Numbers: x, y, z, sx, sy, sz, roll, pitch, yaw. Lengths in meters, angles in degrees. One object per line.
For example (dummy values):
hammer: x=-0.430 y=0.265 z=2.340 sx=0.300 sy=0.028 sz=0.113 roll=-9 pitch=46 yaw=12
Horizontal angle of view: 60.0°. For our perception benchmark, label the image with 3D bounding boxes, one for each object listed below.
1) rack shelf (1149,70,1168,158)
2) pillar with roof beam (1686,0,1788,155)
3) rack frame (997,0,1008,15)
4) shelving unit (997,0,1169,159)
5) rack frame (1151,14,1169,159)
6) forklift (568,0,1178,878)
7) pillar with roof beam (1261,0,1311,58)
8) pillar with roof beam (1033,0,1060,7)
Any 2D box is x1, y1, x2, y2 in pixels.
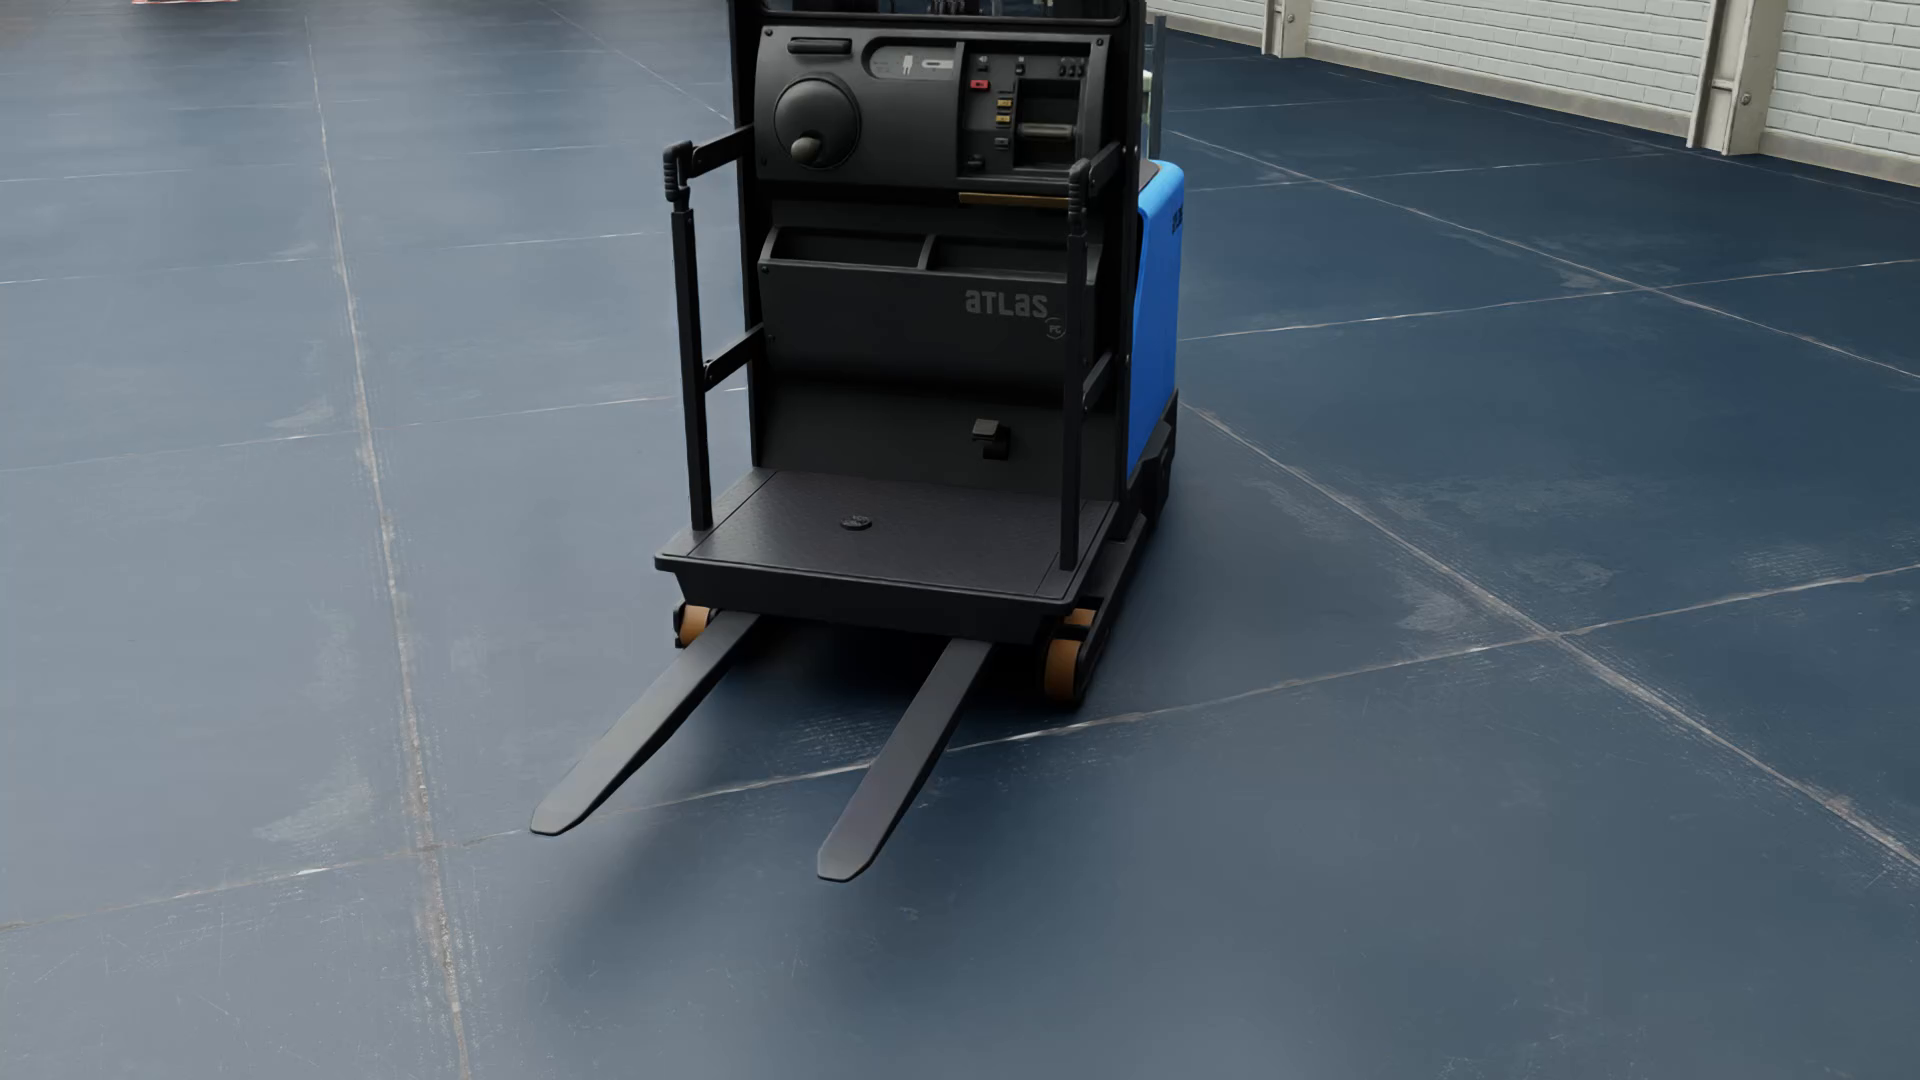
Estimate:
rack shelf: x=0.418 y=-1.552 z=5.995 sx=0.431 sy=0.370 sz=0.720 roll=-5 pitch=23 yaw=-12
pillar with roof beam: x=1.410 y=-6.339 z=8.703 sx=9.100 sy=9.000 sz=0.400 roll=-8 pitch=24 yaw=-19
rack frame: x=0.335 y=-1.331 z=6.475 sx=0.400 sy=1.500 sz=0.023 roll=-5 pitch=23 yaw=-12
shelving unit: x=0.418 y=-1.192 z=6.146 sx=0.431 sy=1.500 sz=0.755 roll=-5 pitch=23 yaw=-12
rack frame: x=0.500 y=-1.054 z=5.817 sx=0.400 sy=1.500 sz=0.023 roll=-5 pitch=23 yaw=-12
forklift: x=-0.108 y=-1.109 z=4.108 sx=1.130 sy=2.935 sz=3.031 roll=5 pitch=23 yaw=12
pillar with roof beam: x=-0.710 y=-8.519 z=13.875 sx=9.100 sy=9.000 sz=0.400 roll=-8 pitch=24 yaw=-19
pillar with roof beam: x=-2.830 y=-10.699 z=19.048 sx=9.100 sy=9.000 sz=0.400 roll=-8 pitch=24 yaw=-19
